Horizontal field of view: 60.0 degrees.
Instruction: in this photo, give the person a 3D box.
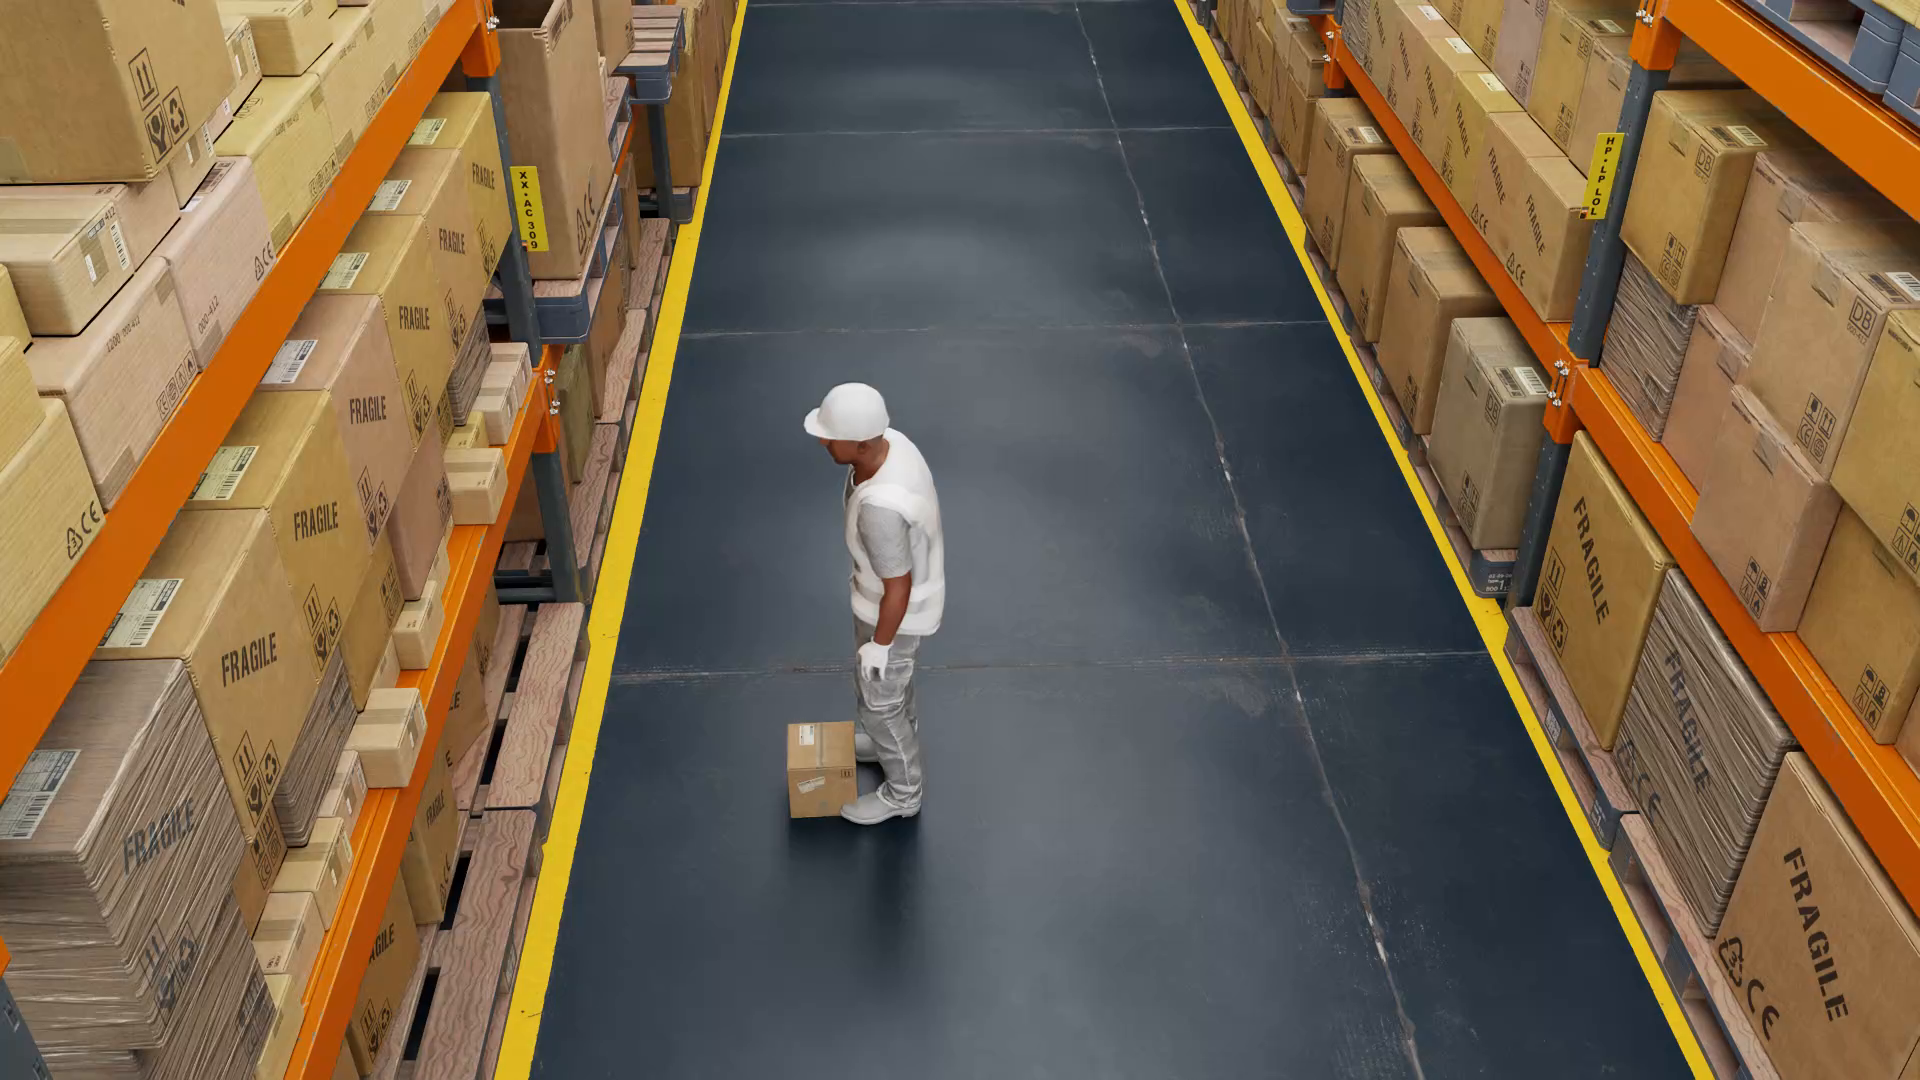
[{"bbox_3d":[-0.280,0.218,5.824,0.449,1.773,0.614,-2,35,-3],"label":"person"}]
